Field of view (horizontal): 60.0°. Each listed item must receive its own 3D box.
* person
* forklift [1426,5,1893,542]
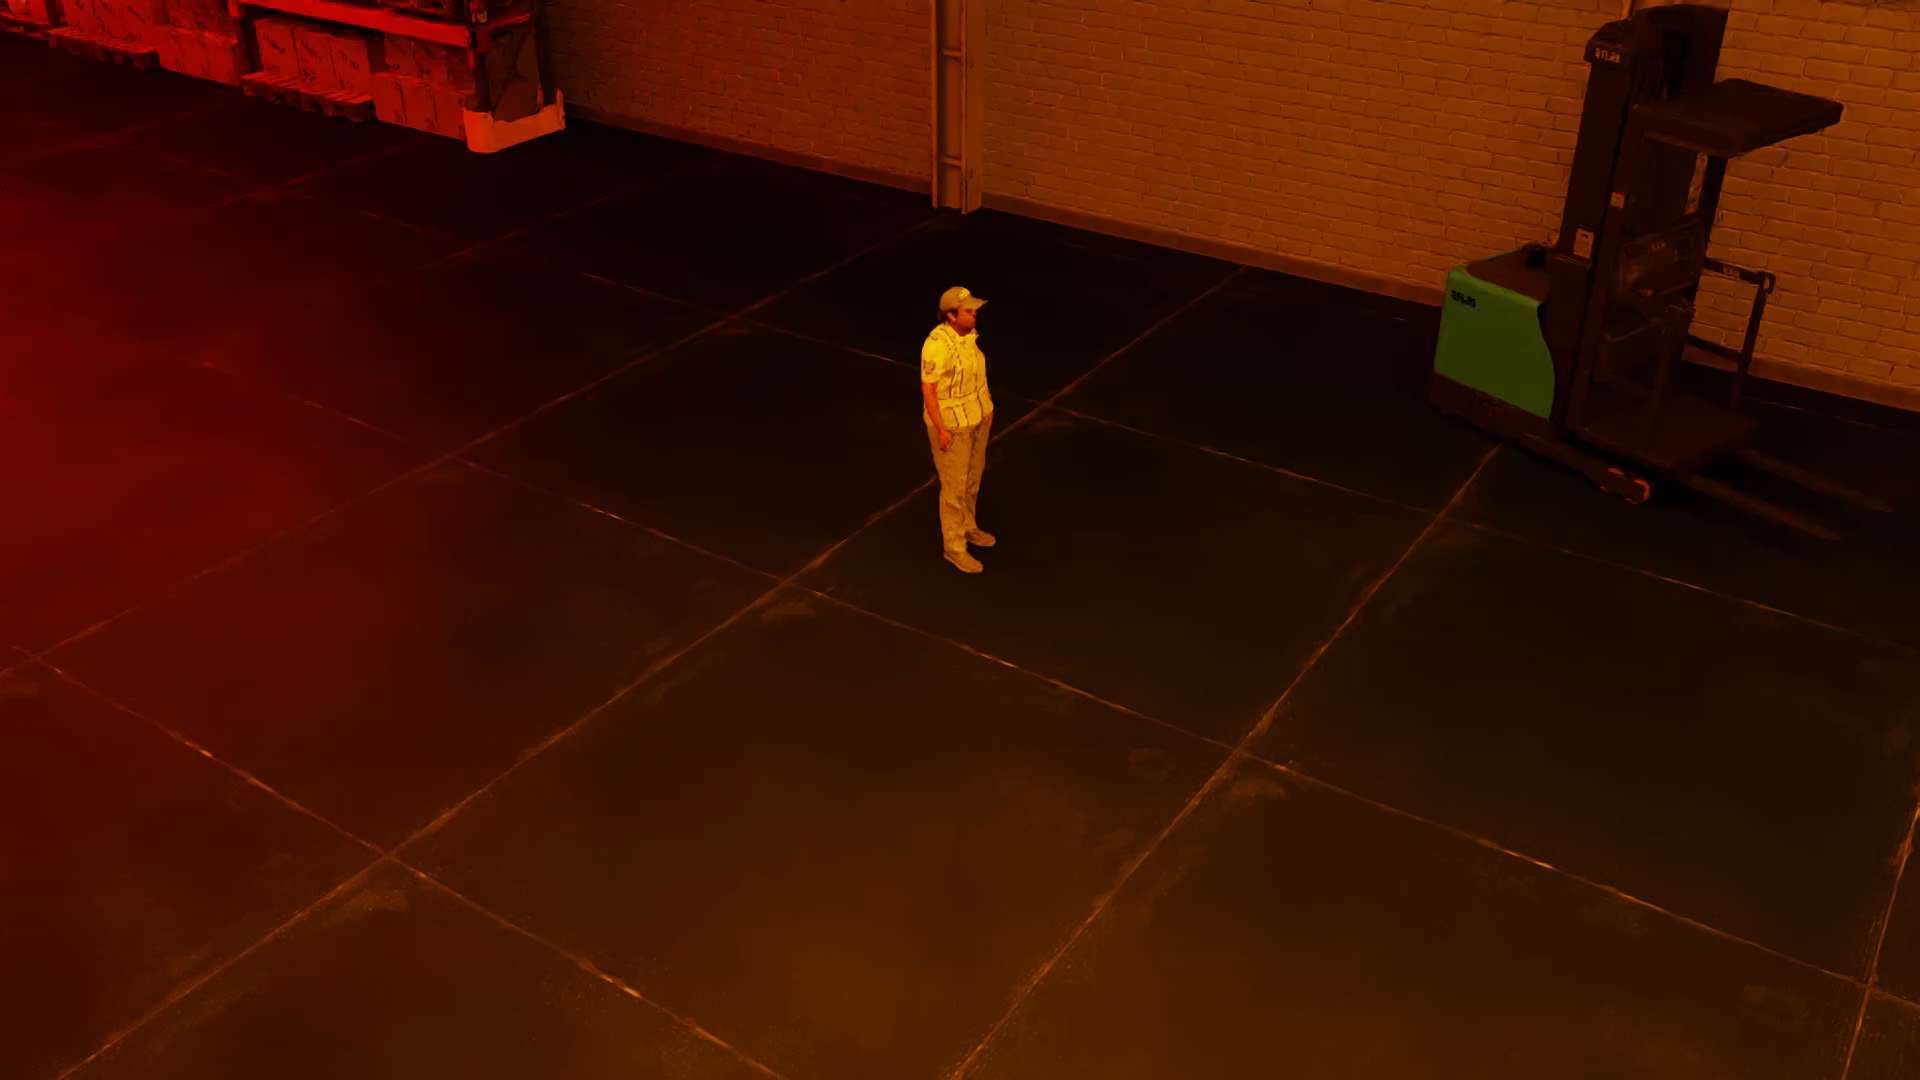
[{"bbox_3d":[0.051,-0.696,10.025,0.529,1.669,0.598,19,35,29],"label":"person"},{"bbox_3d":[4.673,-1.782,10.650,1.130,2.935,3.031,-20,36,-31],"label":"forklift"}]
